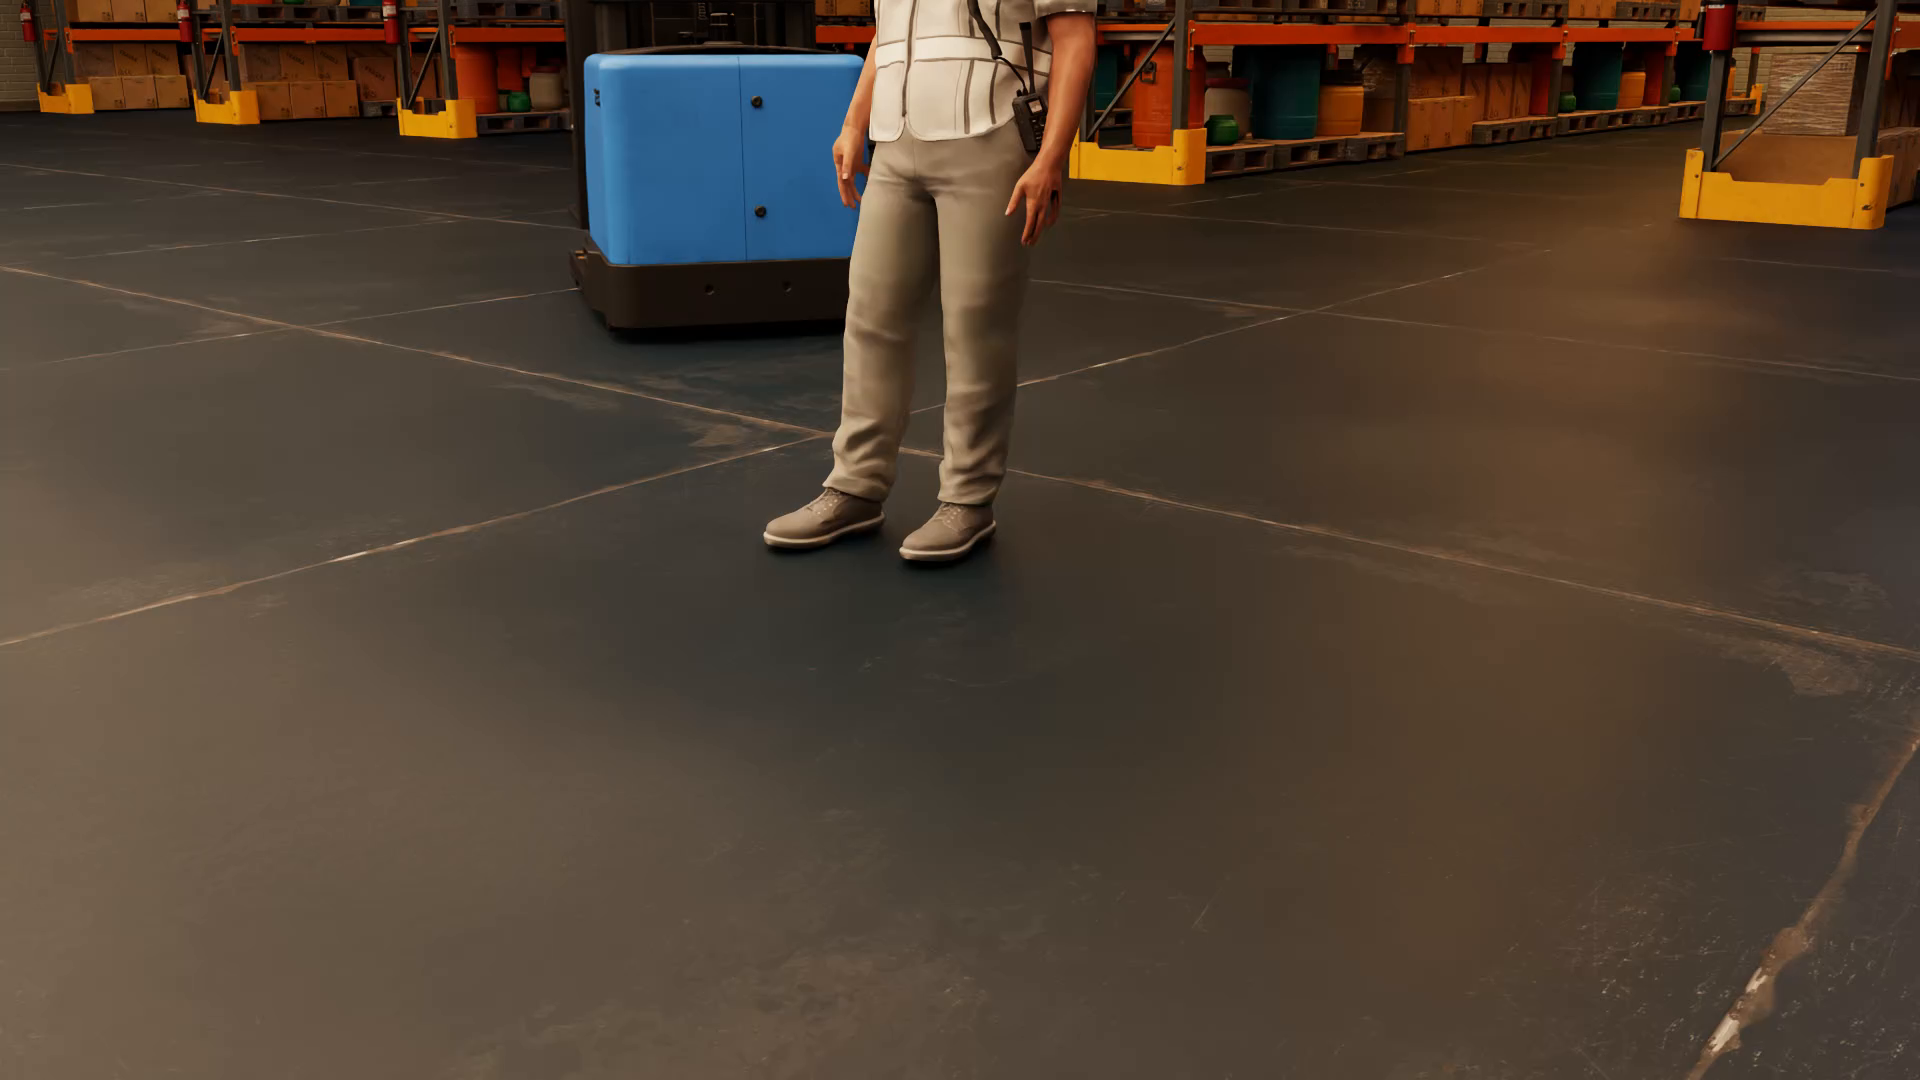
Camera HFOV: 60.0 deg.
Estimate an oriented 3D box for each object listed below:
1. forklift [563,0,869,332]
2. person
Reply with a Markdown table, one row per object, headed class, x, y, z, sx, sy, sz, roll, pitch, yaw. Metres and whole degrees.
| class | x | y | z | sx | sy | sz | roll | pitch | yaw |
| --- | --- | --- | --- | --- | --- | --- | --- | --- | --- |
| forklift | -1.249 | -2.599 | 7.457 | 1.130 | 2.935 | 3.031 | -5 | 18 | -16 |
| person | -0.059 | -0.843 | 3.632 | 0.640 | 1.778 | 0.575 | 13 | 21 | 37 |
